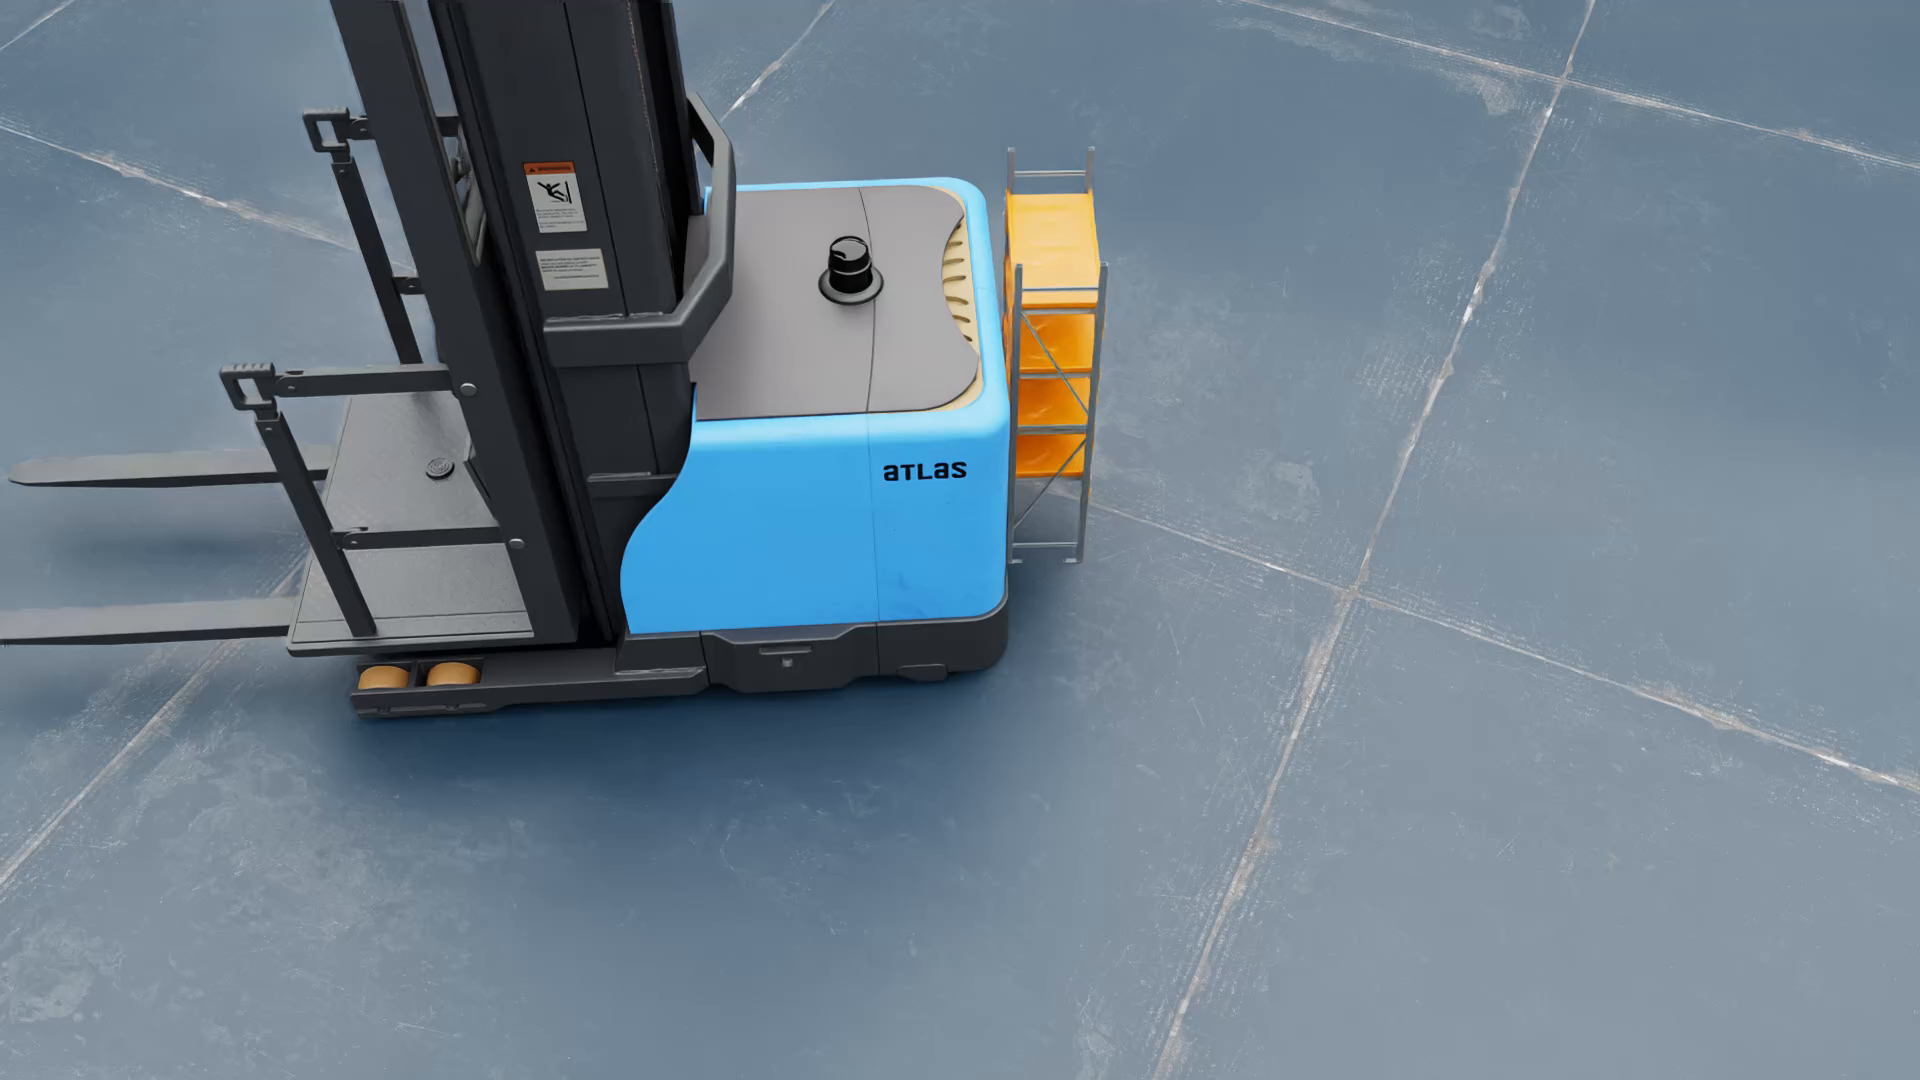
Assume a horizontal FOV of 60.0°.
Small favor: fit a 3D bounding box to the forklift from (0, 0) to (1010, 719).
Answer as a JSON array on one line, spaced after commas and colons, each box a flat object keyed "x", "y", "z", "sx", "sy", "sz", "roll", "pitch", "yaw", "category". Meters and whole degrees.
[{"x": -1.400, "y": -0.854, "z": 4.052, "sx": 3.031, "sy": 2.935, "sz": 1.130, "roll": -3, "pitch": 50, "yaw": -2, "category": "forklift"}]

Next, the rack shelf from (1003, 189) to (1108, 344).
[{"x": 0.257, "y": -0.760, "z": 4.593, "sx": 0.258, "sy": 0.148, "sz": 0.480, "roll": -1, "pitch": 50, "yaw": -1, "category": "rack shelf"}]

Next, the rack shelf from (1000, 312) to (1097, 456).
[{"x": 0.257, "y": -0.462, "z": 4.944, "sx": 0.258, "sy": 0.148, "sz": 0.480, "roll": -1, "pitch": 50, "yaw": -1, "category": "rack shelf"}]

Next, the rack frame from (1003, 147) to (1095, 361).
[{"x": 0.252, "y": -0.692, "z": 5.051, "sx": 0.240, "sy": 1.200, "sz": 0.015, "roll": -1, "pitch": 50, "yaw": -1, "category": "rack frame"}]

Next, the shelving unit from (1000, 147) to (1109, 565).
[{"x": 0.257, "y": -0.506, "z": 4.893, "sx": 0.258, "sy": 1.200, "sz": 0.503, "roll": -1, "pitch": 50, "yaw": -1, "category": "shelving unit"}]

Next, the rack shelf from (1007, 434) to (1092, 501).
[{"x": 0.257, "y": -0.334, "z": 5.095, "sx": 0.258, "sy": 0.148, "sz": 0.480, "roll": -1, "pitch": 50, "yaw": -1, "category": "rack shelf"}]

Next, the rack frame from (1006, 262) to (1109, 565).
[{"x": 0.262, "y": -0.320, "z": 4.734, "sx": 0.240, "sy": 1.200, "sz": 0.015, "roll": -1, "pitch": 50, "yaw": -1, "category": "rack frame"}]

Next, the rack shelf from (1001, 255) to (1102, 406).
[{"x": 0.257, "y": -0.607, "z": 4.773, "sx": 0.258, "sy": 0.148, "sz": 0.480, "roll": -1, "pitch": 50, "yaw": -1, "category": "rack shelf"}]
